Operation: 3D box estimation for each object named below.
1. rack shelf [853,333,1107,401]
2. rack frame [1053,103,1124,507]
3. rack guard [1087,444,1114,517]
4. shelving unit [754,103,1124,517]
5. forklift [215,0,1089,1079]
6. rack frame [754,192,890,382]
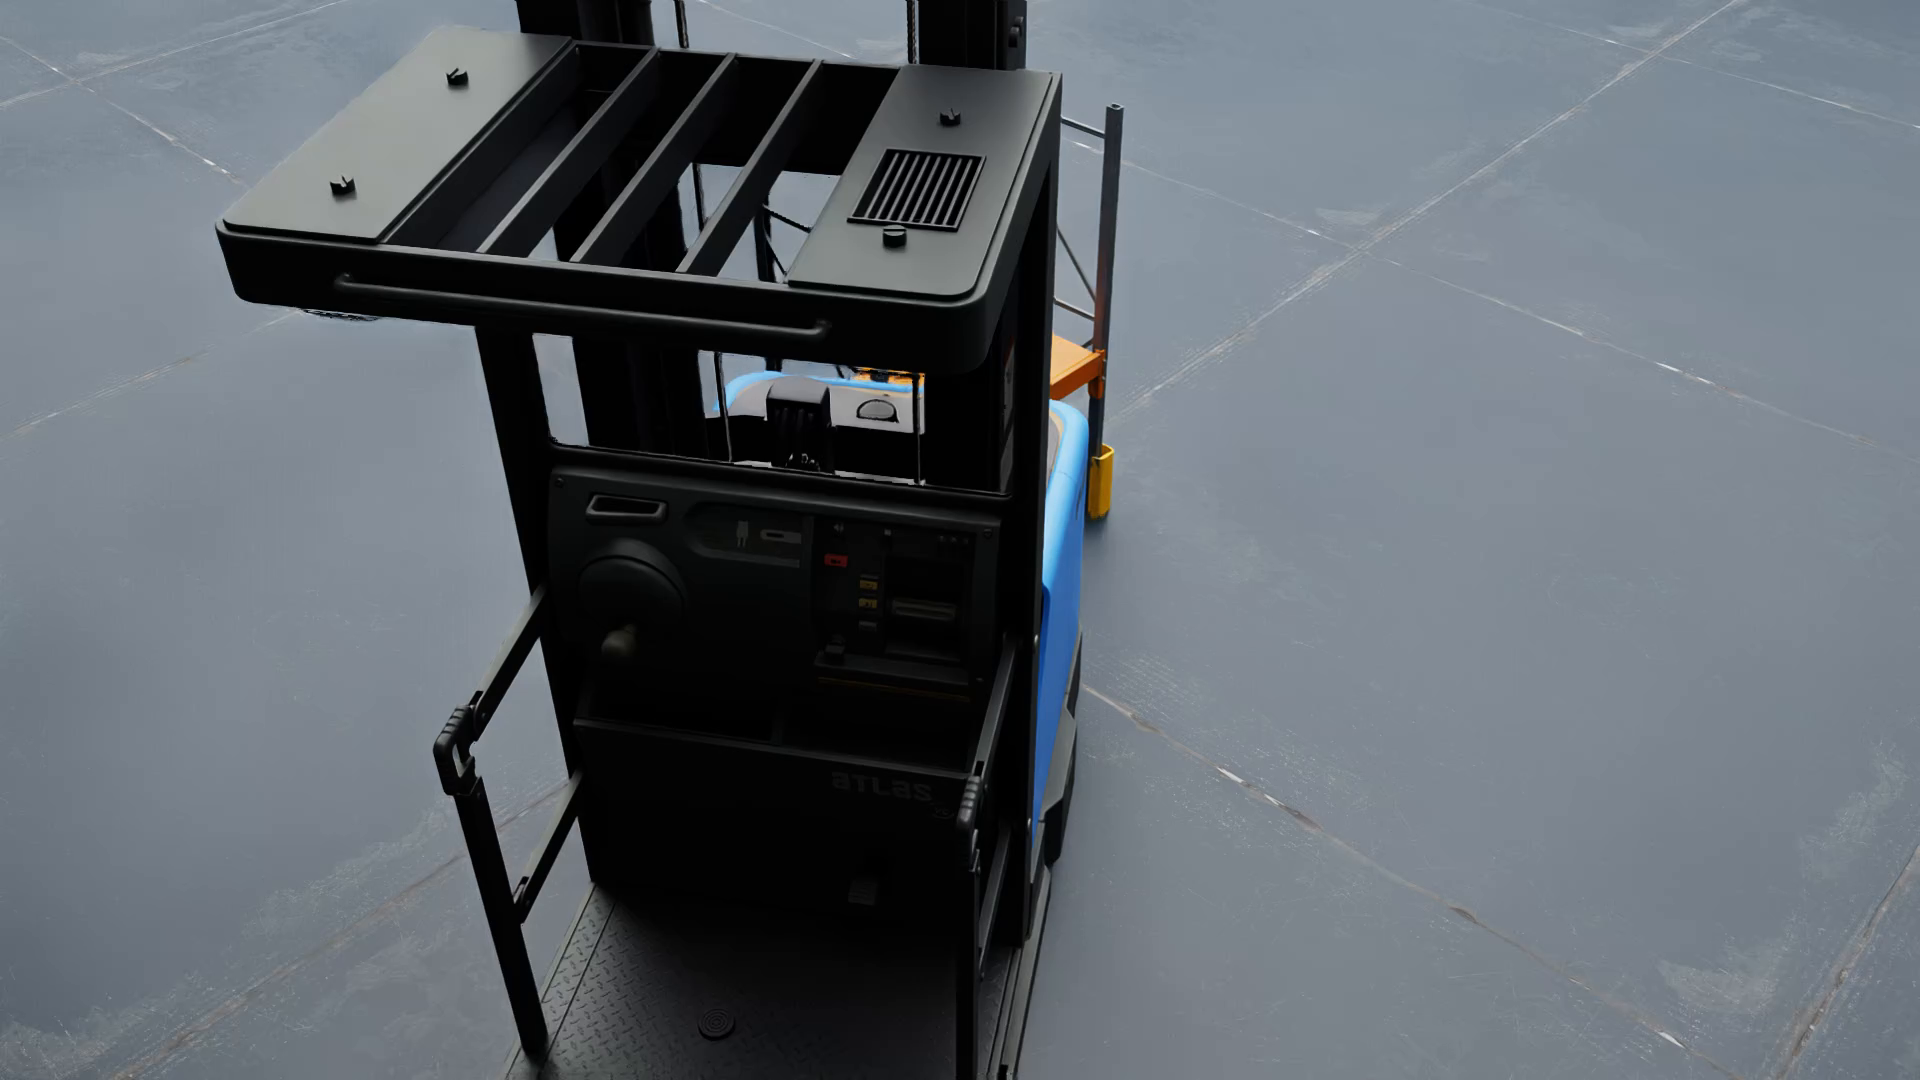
[{"bbox_3d":[-0.048,-0.433,5.378,0.538,0.185,1.000,30,47,32],"label":"rack shelf"},{"bbox_3d":[0.296,-0.806,5.559,0.500,1.500,0.032,30,47,32],"label":"rack frame"},{"bbox_3d":[0.295,-0.317,5.947,0.587,0.250,0.087,30,47,32],"label":"rack guard"},{"bbox_3d":[-0.042,-0.578,5.271,0.587,1.500,1.083,30,47,32],"label":"shelving unit"},{"bbox_3d":[-0.422,0.163,3.190,1.130,2.935,3.031,7,39,9],"label":"forklift"},{"bbox_3d":[-0.392,-0.341,4.973,0.500,1.500,0.032,30,47,32],"label":"rack frame"}]
